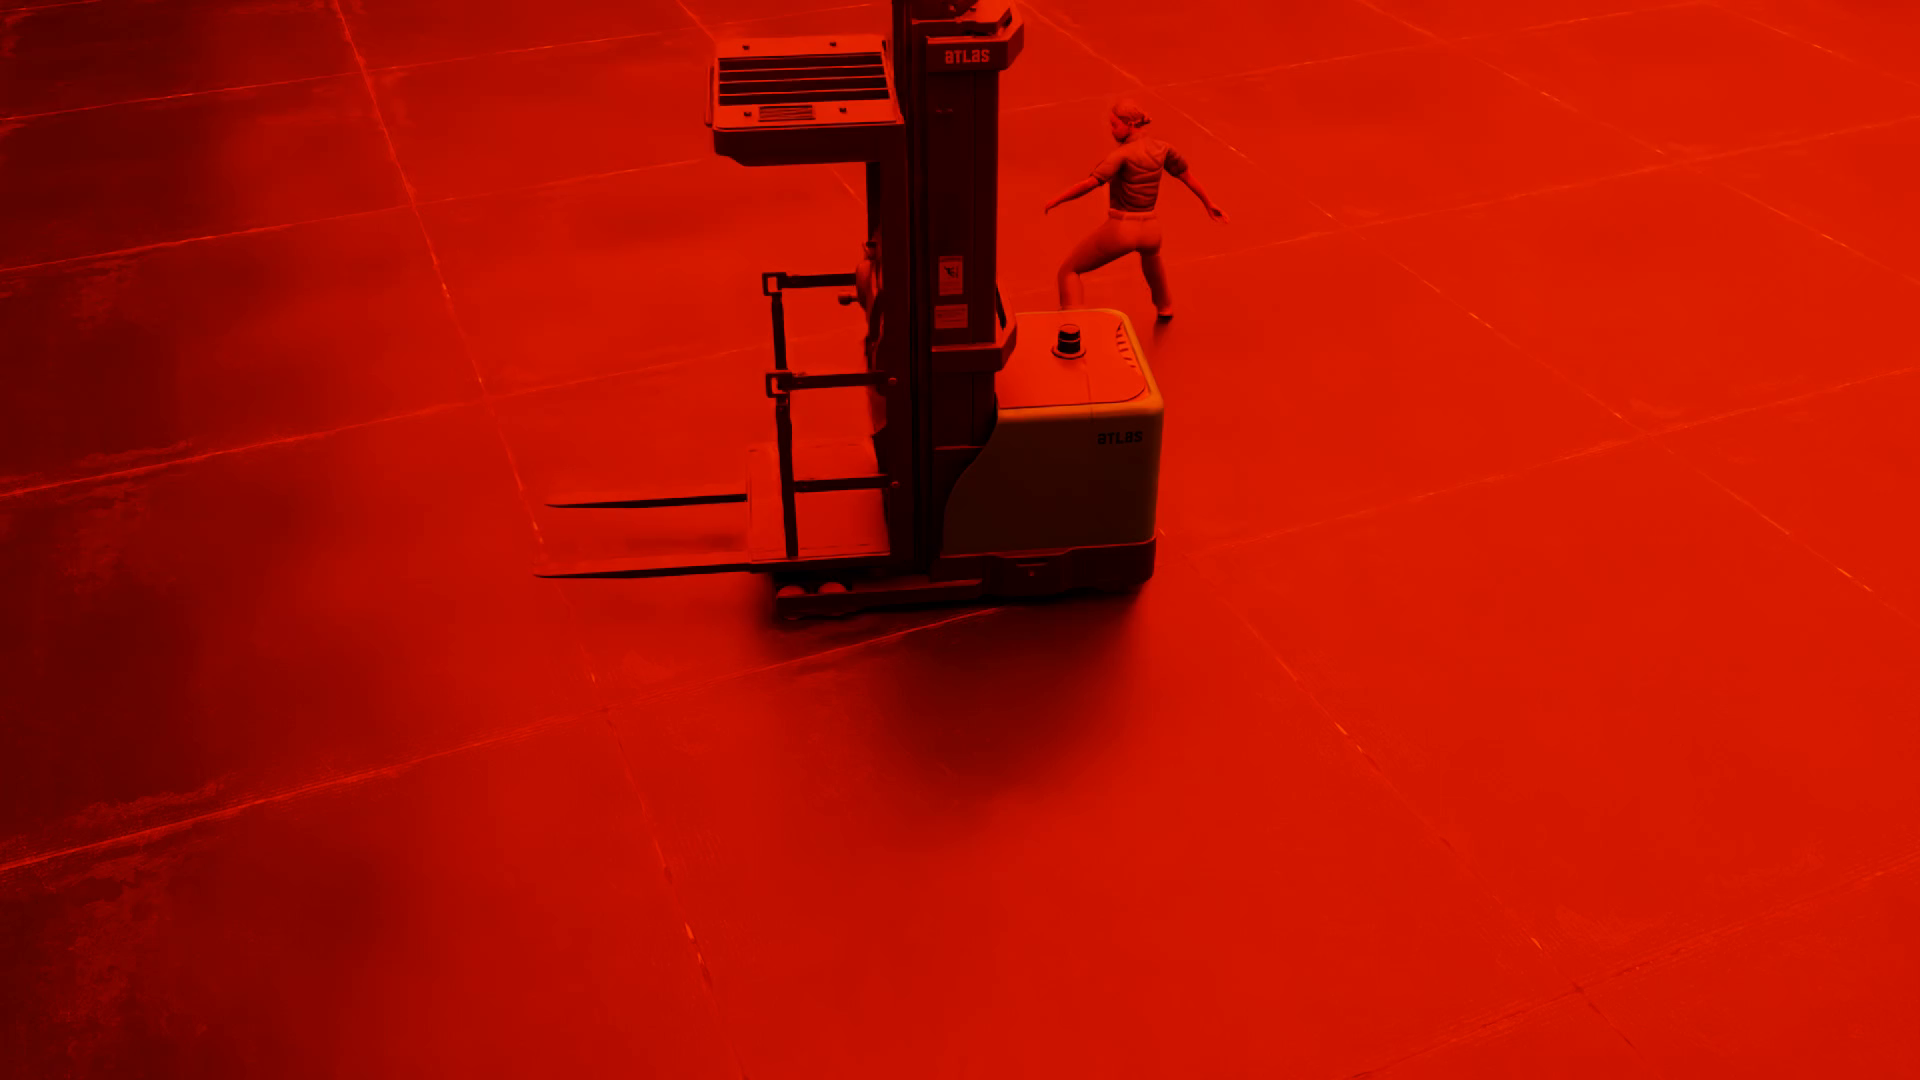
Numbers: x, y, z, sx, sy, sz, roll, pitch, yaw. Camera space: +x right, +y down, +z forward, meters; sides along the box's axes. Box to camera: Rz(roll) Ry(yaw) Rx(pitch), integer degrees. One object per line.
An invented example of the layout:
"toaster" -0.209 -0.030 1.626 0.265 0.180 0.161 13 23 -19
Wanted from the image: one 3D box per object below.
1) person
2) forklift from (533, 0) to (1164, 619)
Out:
"person" 1.055 -1.878 10.052 1.104 1.580 0.525 -16 38 -21
"forklift" -0.589 -1.132 7.691 3.031 2.935 1.130 -4 36 -5
